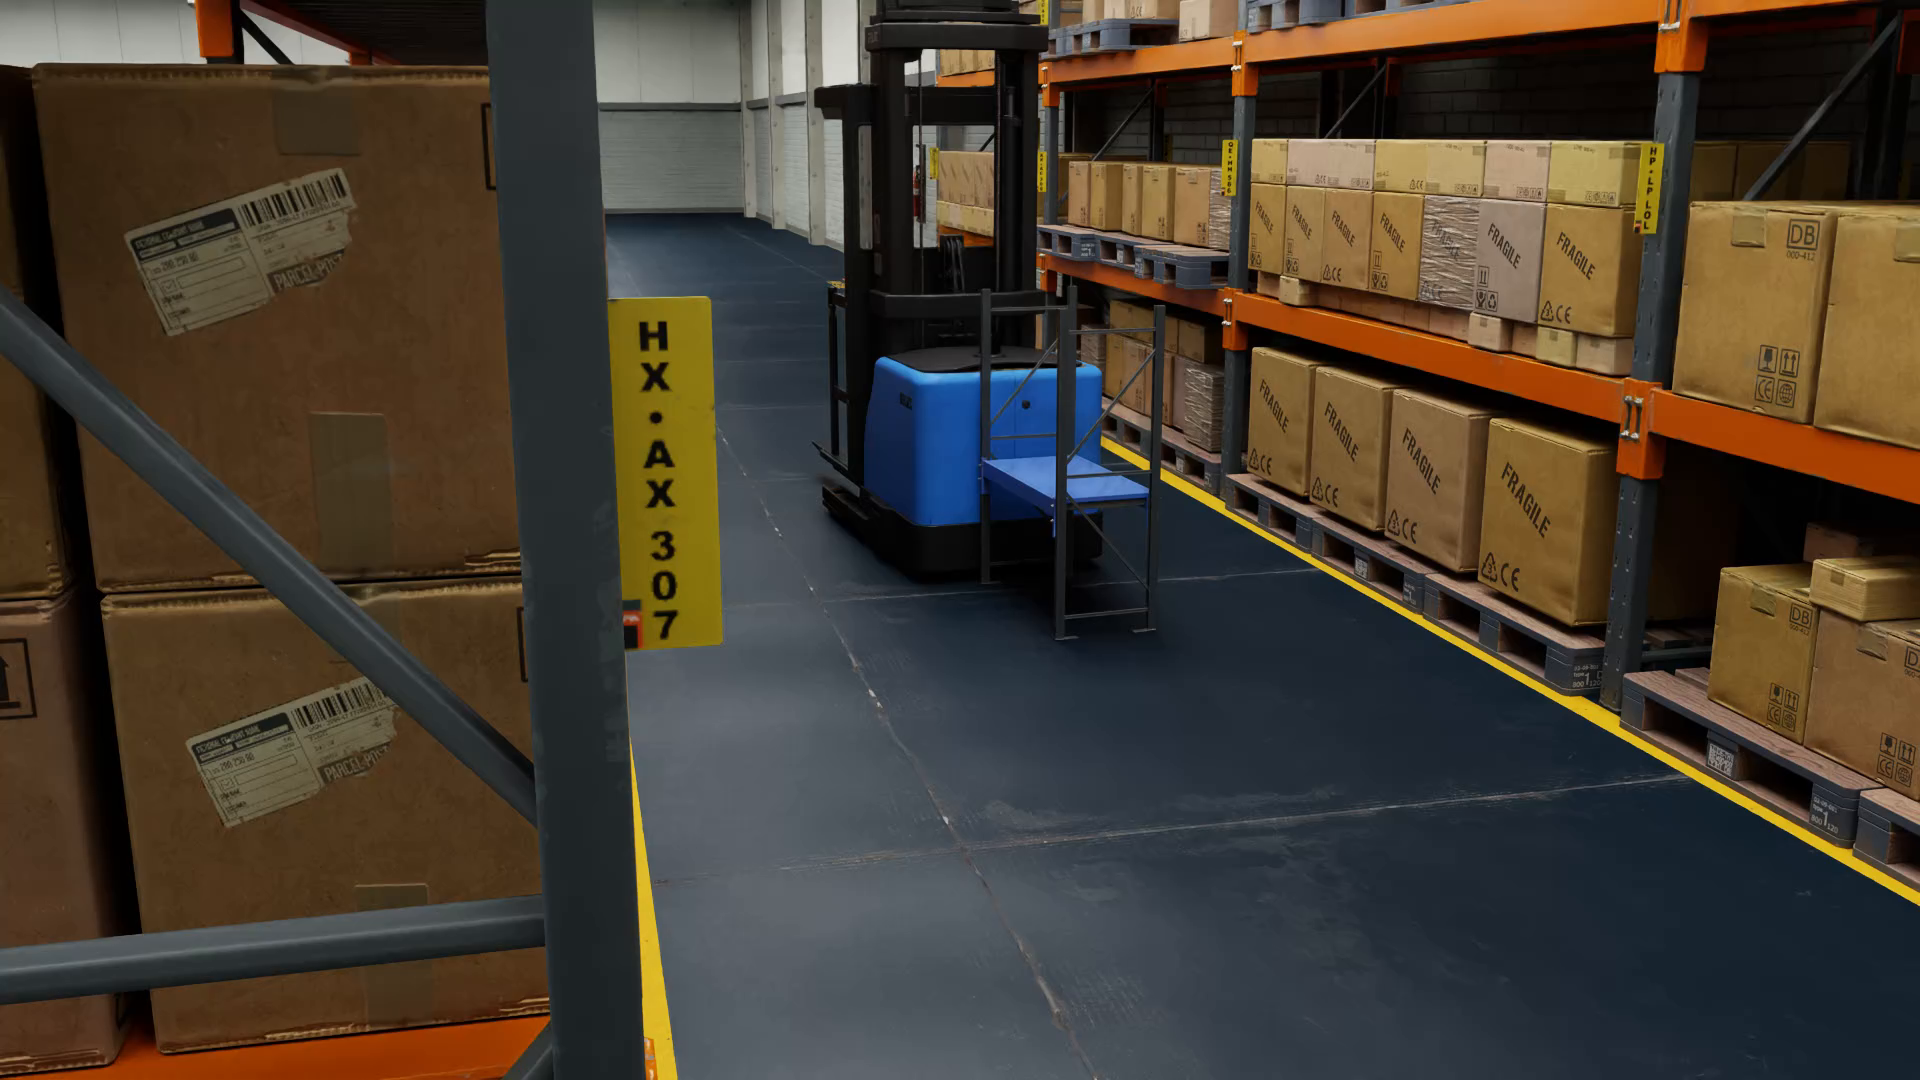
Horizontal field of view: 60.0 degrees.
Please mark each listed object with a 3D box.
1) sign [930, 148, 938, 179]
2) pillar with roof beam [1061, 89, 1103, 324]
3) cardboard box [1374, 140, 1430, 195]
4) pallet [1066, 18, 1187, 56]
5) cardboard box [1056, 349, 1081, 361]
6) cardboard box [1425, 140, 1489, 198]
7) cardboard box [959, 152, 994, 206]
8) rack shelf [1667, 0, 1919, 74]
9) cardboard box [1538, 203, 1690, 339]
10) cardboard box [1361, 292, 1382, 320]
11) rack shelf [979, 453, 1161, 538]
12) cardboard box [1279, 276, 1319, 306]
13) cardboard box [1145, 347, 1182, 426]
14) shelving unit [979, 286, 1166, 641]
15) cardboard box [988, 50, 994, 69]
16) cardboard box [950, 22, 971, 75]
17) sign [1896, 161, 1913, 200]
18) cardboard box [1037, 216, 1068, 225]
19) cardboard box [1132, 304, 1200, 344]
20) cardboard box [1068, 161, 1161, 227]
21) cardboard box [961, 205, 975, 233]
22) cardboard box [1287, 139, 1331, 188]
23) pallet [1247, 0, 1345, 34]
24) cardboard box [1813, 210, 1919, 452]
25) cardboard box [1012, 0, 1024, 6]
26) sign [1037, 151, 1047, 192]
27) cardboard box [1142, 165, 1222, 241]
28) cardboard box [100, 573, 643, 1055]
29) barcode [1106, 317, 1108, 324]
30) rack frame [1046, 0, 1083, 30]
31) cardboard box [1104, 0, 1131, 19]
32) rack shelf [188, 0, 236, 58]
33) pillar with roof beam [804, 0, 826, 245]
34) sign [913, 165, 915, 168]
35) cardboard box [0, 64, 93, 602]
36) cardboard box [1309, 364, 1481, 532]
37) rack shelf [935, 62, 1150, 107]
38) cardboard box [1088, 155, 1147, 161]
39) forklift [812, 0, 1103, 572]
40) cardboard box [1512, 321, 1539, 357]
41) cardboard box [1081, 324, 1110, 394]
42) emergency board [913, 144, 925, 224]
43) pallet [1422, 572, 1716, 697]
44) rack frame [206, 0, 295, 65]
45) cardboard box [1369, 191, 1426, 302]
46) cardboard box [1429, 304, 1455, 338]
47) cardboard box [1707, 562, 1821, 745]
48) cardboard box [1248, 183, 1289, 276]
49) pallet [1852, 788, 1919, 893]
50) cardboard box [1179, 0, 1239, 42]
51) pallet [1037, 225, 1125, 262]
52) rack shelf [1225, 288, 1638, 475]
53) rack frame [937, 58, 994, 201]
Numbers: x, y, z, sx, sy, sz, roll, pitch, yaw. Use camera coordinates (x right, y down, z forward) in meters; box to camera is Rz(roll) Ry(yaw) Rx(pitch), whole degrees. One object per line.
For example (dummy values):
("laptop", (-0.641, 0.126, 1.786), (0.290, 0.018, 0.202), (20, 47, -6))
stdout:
("sign", (-0.270, -3.965, 17.512), (0.100, 0.325, 0.005), (-3, 14, -13))
("pillar with roof beam", (-2.922, -6.136, 15.581), (9.100, 9.000, 0.400), (-3, 14, -13))
("cardboard box", (2.366, -1.821, 8.099), (0.500, 0.250, 0.500), (-4, 14, -14))
("pallet", (1.484, -3.630, 12.042), (1.213, 0.211, 1.003), (-3, 14, -13))
("cardboard box", (1.042, -1.611, 14.744), (0.380, 0.166, 0.250), (-5, 15, -21))
("cardboard box", (2.486, -1.703, 7.618), (0.500, 0.250, 0.500), (-3, 14, -12))
("cardboard box", (0.299, -3.515, 16.187), (0.500, 0.500, 0.500), (-4, 14, -15))
("rack shelf", (3.545, -1.453, 4.248), (1.077, 0.370, 4.000), (-3, 14, -13))
("cardboard box", (2.722, -1.102, 6.736), (0.500, 0.500, 0.500), (-4, 14, -14))
("cardboard box", (2.317, -1.233, 8.640), (0.380, 0.149, 0.250), (-3, 14, -12))
("rack shelf", (0.505, -0.230, 7.968), (0.538, 0.185, 1.000), (-5, 14, -18))
("cardboard box", (2.019, -1.403, 9.338), (0.380, 0.149, 0.250), (-3, 14, -11))
("cardboard box", (1.764, -1.130, 12.072), (0.700, 0.500, 0.500), (-3, 14, -13))
("shelving unit", (0.505, -0.405, 7.925), (0.538, 1.500, 1.048), (-5, 14, -18))
("cardboard box", (0.564, -4.513, 15.007), (0.500, 0.500, 0.500), (-4, 14, -15))
("cardboard box", (0.184, -4.873, 16.480), (0.500, 0.500, 0.500), (-2, 14, -9))
("sign", (3.614, -1.297, 6.423), (0.100, 0.325, 0.005), (-3, 14, -13))
("cardboard box", (0.791, -2.681, 14.355), (0.500, 0.250, 0.500), (-3, 14, -13))
("cardboard box", (1.618, -1.626, 12.520), (0.500, 0.250, 0.500), (-4, 14, -15))
("cardboard box", (1.283, -2.795, 13.409), (0.700, 0.500, 0.500), (-3, 14, -13))
("cardboard box", (0.313, -3.144, 16.251), (0.500, 0.250, 0.500), (-4, 14, -14))
("cardboard box", (2.119, -2.053, 9.051), (0.500, 0.250, 0.500), (-3, 14, -14))
("pallet", (2.339, -2.949, 9.255), (1.213, 0.211, 1.003), (-3, 14, -11))
("cardboard box", (3.353, -0.657, 5.165), (0.980, 0.700, 0.700), (-4, 14, -15))
("cardboard box", (0.676, -4.880, 14.402), (0.500, 0.500, 0.500), (-3, 14, -10))
("sign", (0.671, -3.040, 13.728), (0.100, 0.325, 0.005), (-3, 14, -13))
("cardboard box", (1.702, -2.385, 11.733), (0.700, 0.500, 0.500), (-3, 14, -13))
("cardboard box", (-0.647, 0.228, 1.964), (0.500, 0.500, 0.500), (-3, 14, -12))
("barcode", (1.303, -1.945, 14.733), (0.001, 0.075, 0.075), (-3, 14, -13))
("rack frame", (1.196, -5.566, 13.249), (1.000, 3.000, 0.127), (-3, 14, -13))
("cardboard box", (1.392, -3.997, 12.450), (0.500, 0.311, 0.500), (-3, 14, -11))
("rack shelf", (-1.269, -1.176, 3.115), (1.077, 0.370, 4.000), (-3, 14, -13))
("pillar with roof beam", (-7.150, -10.288, 32.577), (9.100, 9.000, 0.400), (-3, 14, -13))
("sign", (-0.727, -5.824, 25.755), (0.001, 0.109, 0.331), (-3, 14, -13))
("cardboard box", (-1.171, -0.228, 1.724), (0.500, 0.500, 0.500), (-3, 14, -14))
("cardboard box", (2.381, -0.509, 8.837), (0.750, 0.750, 0.750), (-3, 14, -13))
("rack shelf", (0.727, -4.221, 15.579), (1.077, 0.370, 4.000), (-3, 14, -13))
("cardboard box", (1.289, -3.073, 14.379), (0.500, 0.500, 0.500), (-4, 14, -14))
("forklift", (-0.197, -1.564, 9.653), (1.130, 2.935, 3.031), (-5, 14, -18))
("cardboard box", (2.621, -0.875, 7.177), (0.380, 0.149, 0.250), (-3, 14, -11))
("cardboard box", (1.385, -1.482, 13.515), (0.700, 0.500, 0.500), (-3, 14, -11))
("emergency board", (-0.690, -5.418, 25.283), (0.194, 1.169, 0.643), (-3, 14, -13))
("pallet", (2.821, 0.374, 7.450), (1.003, 0.211, 1.213), (-3, 14, -13))
("rack frame", (-1.739, -0.529, 5.274), (1.000, 3.000, 0.127), (-3, 14, -13))
("cardboard box", (2.360, -1.450, 8.162), (0.500, 0.500, 0.500), (-3, 14, -12))
("cardboard box", (2.465, -1.052, 7.899), (0.380, 0.149, 0.250), (-4, 14, -15))
("cardboard box", (3.151, 0.382, 5.925), (0.700, 0.500, 0.500), (-3, 14, -12))
("cardboard box", (2.001, -1.806, 9.618), (0.500, 0.500, 0.500), (-3, 14, -12))
("pallet", (3.468, 1.010, 4.848), (1.003, 0.211, 1.213), (-3, 14, -13))
("cardboard box", (1.704, -3.304, 10.455), (0.500, 0.311, 0.500), (-3, 14, -13))
("pallet", (1.235, -2.374, 13.229), (1.003, 0.211, 1.213), (-3, 14, -13))
("rack shelf", (2.606, -0.918, 8.381), (1.077, 0.370, 4.000), (-3, 14, -13))
("rack frame", (0.257, -3.575, 17.738), (1.000, 3.000, 0.127), (-3, 14, -13))
